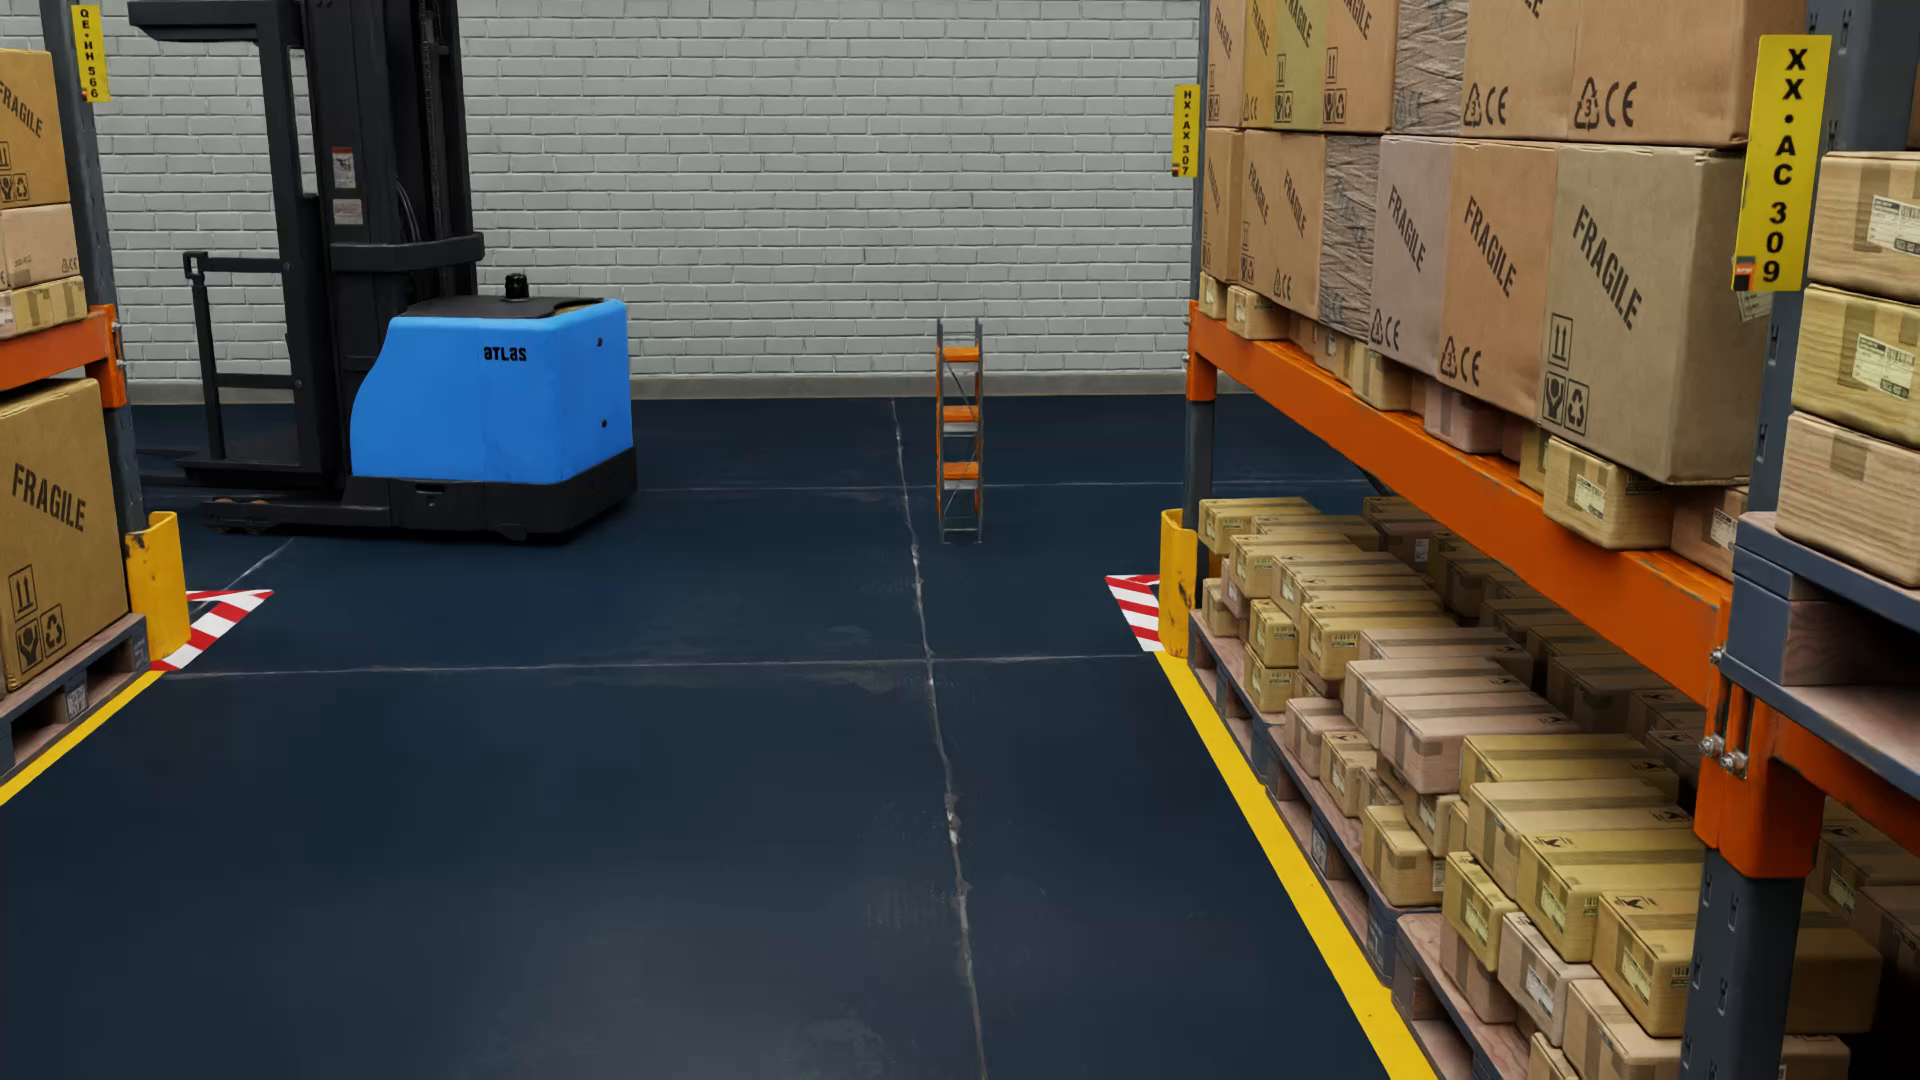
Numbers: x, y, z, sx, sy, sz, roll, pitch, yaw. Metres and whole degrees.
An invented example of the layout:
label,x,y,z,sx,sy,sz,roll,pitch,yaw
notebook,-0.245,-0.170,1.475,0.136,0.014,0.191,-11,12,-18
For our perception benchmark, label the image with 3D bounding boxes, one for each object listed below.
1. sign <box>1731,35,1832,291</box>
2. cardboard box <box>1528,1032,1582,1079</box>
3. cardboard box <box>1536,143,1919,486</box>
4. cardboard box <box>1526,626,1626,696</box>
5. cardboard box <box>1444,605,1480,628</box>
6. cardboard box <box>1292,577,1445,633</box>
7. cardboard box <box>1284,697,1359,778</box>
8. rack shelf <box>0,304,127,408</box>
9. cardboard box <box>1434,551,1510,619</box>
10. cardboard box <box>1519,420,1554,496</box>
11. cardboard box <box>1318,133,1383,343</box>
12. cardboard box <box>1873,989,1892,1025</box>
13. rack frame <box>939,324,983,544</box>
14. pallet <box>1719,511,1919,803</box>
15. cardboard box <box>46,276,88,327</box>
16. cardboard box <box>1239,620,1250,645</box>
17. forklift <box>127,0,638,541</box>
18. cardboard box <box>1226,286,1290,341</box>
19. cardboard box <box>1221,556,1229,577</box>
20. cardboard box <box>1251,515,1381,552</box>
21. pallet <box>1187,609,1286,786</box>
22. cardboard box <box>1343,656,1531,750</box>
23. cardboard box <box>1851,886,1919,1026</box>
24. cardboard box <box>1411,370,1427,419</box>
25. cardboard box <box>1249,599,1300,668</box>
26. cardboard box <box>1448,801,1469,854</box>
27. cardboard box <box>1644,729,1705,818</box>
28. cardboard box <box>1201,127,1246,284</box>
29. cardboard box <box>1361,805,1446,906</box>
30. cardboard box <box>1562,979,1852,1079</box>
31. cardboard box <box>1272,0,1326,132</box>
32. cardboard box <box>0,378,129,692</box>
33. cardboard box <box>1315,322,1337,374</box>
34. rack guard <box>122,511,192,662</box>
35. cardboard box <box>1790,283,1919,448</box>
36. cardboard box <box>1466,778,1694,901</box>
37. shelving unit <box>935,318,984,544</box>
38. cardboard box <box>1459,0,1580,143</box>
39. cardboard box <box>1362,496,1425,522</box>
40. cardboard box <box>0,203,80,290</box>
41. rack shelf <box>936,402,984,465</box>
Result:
label,x,y,z,sx,sy,sz,roll,pitch,yaw
sign,1.073,-0.488,2.166,0.100,0.325,0.005,-1,14,-3
cardboard box,1.249,1.006,2.976,0.380,0.149,0.250,-1,14,-3
cardboard box,1.302,-0.388,2.715,0.500,0.500,0.500,-1,14,-3
cardboard box,1.728,0.332,4.400,0.380,0.149,0.250,-1,14,-3
cardboard box,1.631,0.284,5.185,0.380,0.149,0.250,-1,14,-4
cardboard box,1.190,0.212,4.869,0.380,0.149,0.250,0,14,-1
cardboard box,1.145,0.555,4.730,0.380,0.149,0.250,-2,15,-6
rack shelf,-3.467,-0.177,4.137,1.077,0.370,4.000,-1,14,-3
cardboard box,1.705,0.134,5.170,0.380,0.149,0.250,-1,15,-6
cardboard box,1.281,-0.155,3.112,0.380,0.149,0.250,0,14,-1
cardboard box,1.232,-0.769,4.198,0.500,0.500,0.500,-1,14,-5
cardboard box,1.805,0.797,3.189,0.380,0.149,0.250,-1,14,-3
rack frame,0.004,-0.491,7.829,0.200,1.050,0.008,-1,14,-3
pallet,1.516,0.206,1.591,1.003,0.211,1.213,-1,14,-3
cardboard box,-3.240,-0.817,5.688,0.380,0.149,0.250,-1,14,-2
cardboard box,1.177,0.302,5.710,0.380,0.149,0.250,-1,14,-4
forklift,-3.265,-1.574,8.262,3.031,2.935,1.130,3,15,10
cardboard box,1.079,-0.736,5.372,0.380,0.149,0.250,-1,14,-5
cardboard box,1.142,0.094,5.925,0.380,0.149,0.250,0,14,-1
cardboard box,1.196,0.017,5.623,0.380,0.149,0.250,-1,14,-2
pallet,1.386,0.498,5.667,1.003,0.211,1.213,-1,14,-3
cardboard box,1.178,0.402,4.128,0.380,0.149,0.250,-1,14,-5
cardboard box,1.799,0.721,2.888,0.380,0.149,0.250,0,14,-1
cardboard box,1.280,-0.350,3.873,0.380,0.149,0.250,-1,14,-4
cardboard box,1.114,0.288,5.171,0.380,0.149,0.250,0,14,-2
cardboard box,1.296,0.683,3.632,0.380,0.149,0.250,-1,14,-3
cardboard box,1.737,0.525,3.650,0.380,0.149,0.250,-1,14,-5
cardboard box,1.118,-1.151,5.681,0.500,0.500,0.500,0,14,-1
cardboard box,1.185,0.748,3.976,0.380,0.149,0.250,-1,14,-4
cardboard box,1.277,0.881,2.865,0.380,0.149,0.250,-1,14,-2
cardboard box,1.176,-1.380,4.565,0.500,0.500,0.500,-1,14,-5
cardboard box,-3.471,-0.039,5.579,0.875,0.875,0.875,-1,14,-3
cardboard box,1.211,-0.544,4.626,0.380,0.149,0.250,-1,14,-5
rack guard,-3.592,0.182,6.315,1.175,0.500,0.348,-1,14,-3
cardboard box,1.179,-0.200,1.848,0.380,0.149,0.250,-1,14,-3
cardboard box,1.254,0.601,3.356,0.380,0.149,0.250,-1,14,-4
shelving unit,-0.003,-0.522,7.947,0.215,1.050,0.252,-1,14,-3
cardboard box,1.277,-0.997,3.078,0.500,0.500,0.500,-1,14,-5
cardboard box,1.652,-0.057,5.913,0.380,0.149,0.250,-1,14,-3
cardboard box,-3.296,-0.978,5.510,0.500,0.250,0.500,-1,14,-4
rack shelf,-0.003,-0.511,7.950,0.215,0.259,0.240,-1,14,-3
